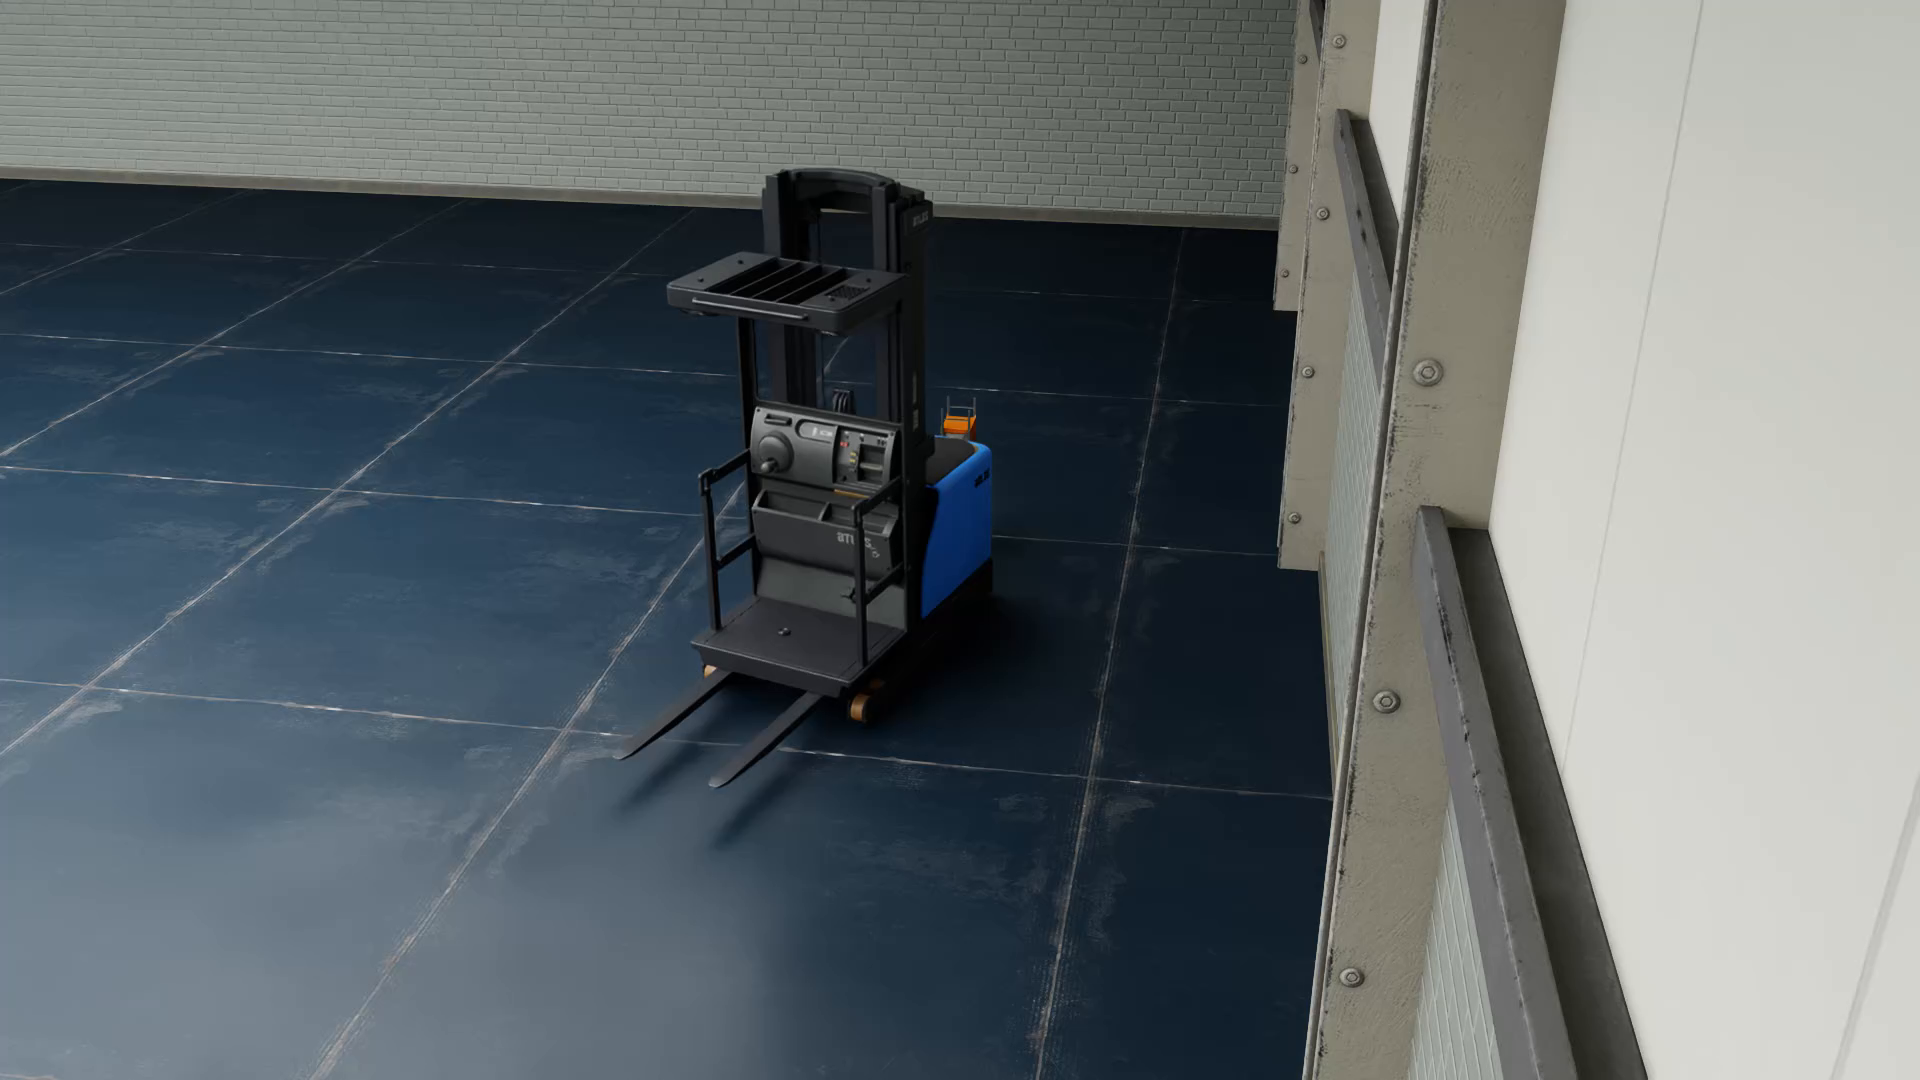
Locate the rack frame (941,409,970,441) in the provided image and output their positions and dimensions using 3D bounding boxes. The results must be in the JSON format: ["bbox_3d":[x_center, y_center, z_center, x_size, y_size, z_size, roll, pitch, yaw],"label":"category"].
[{"bbox_3d":[-0.029,-0.402,11.415,0.200,1.050,0.008,4,25,9],"label":"rack frame"}]

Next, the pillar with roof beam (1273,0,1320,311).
[{"bbox_3d":[-0.907,-6.764,15.630,9.100,9.000,0.400,4,25,9],"label":"pillar with roof beam"}]

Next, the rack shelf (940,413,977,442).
[{"bbox_3d":[-0.009,-0.701,11.408,0.215,0.259,0.240,4,25,9],"label":"rack shelf"}]

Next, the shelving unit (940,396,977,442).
[{"bbox_3d":[-0.009,-0.453,11.524,0.215,1.050,0.252,4,25,9],"label":"shelving unit"}]

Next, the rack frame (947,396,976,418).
[{"bbox_3d":[0.011,-0.504,11.633,0.200,1.050,0.008,4,25,9],"label":"rack frame"}]

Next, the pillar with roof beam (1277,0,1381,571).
[{"bbox_3d":[-1.887,-4.255,10.269,9.100,9.000,0.400,4,25,9],"label":"pillar with roof beam"}]

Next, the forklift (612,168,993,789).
[{"bbox_3d":[-0.882,-0.490,9.383,1.130,2.935,3.031,12,28,23],"label":"forklift"}]
